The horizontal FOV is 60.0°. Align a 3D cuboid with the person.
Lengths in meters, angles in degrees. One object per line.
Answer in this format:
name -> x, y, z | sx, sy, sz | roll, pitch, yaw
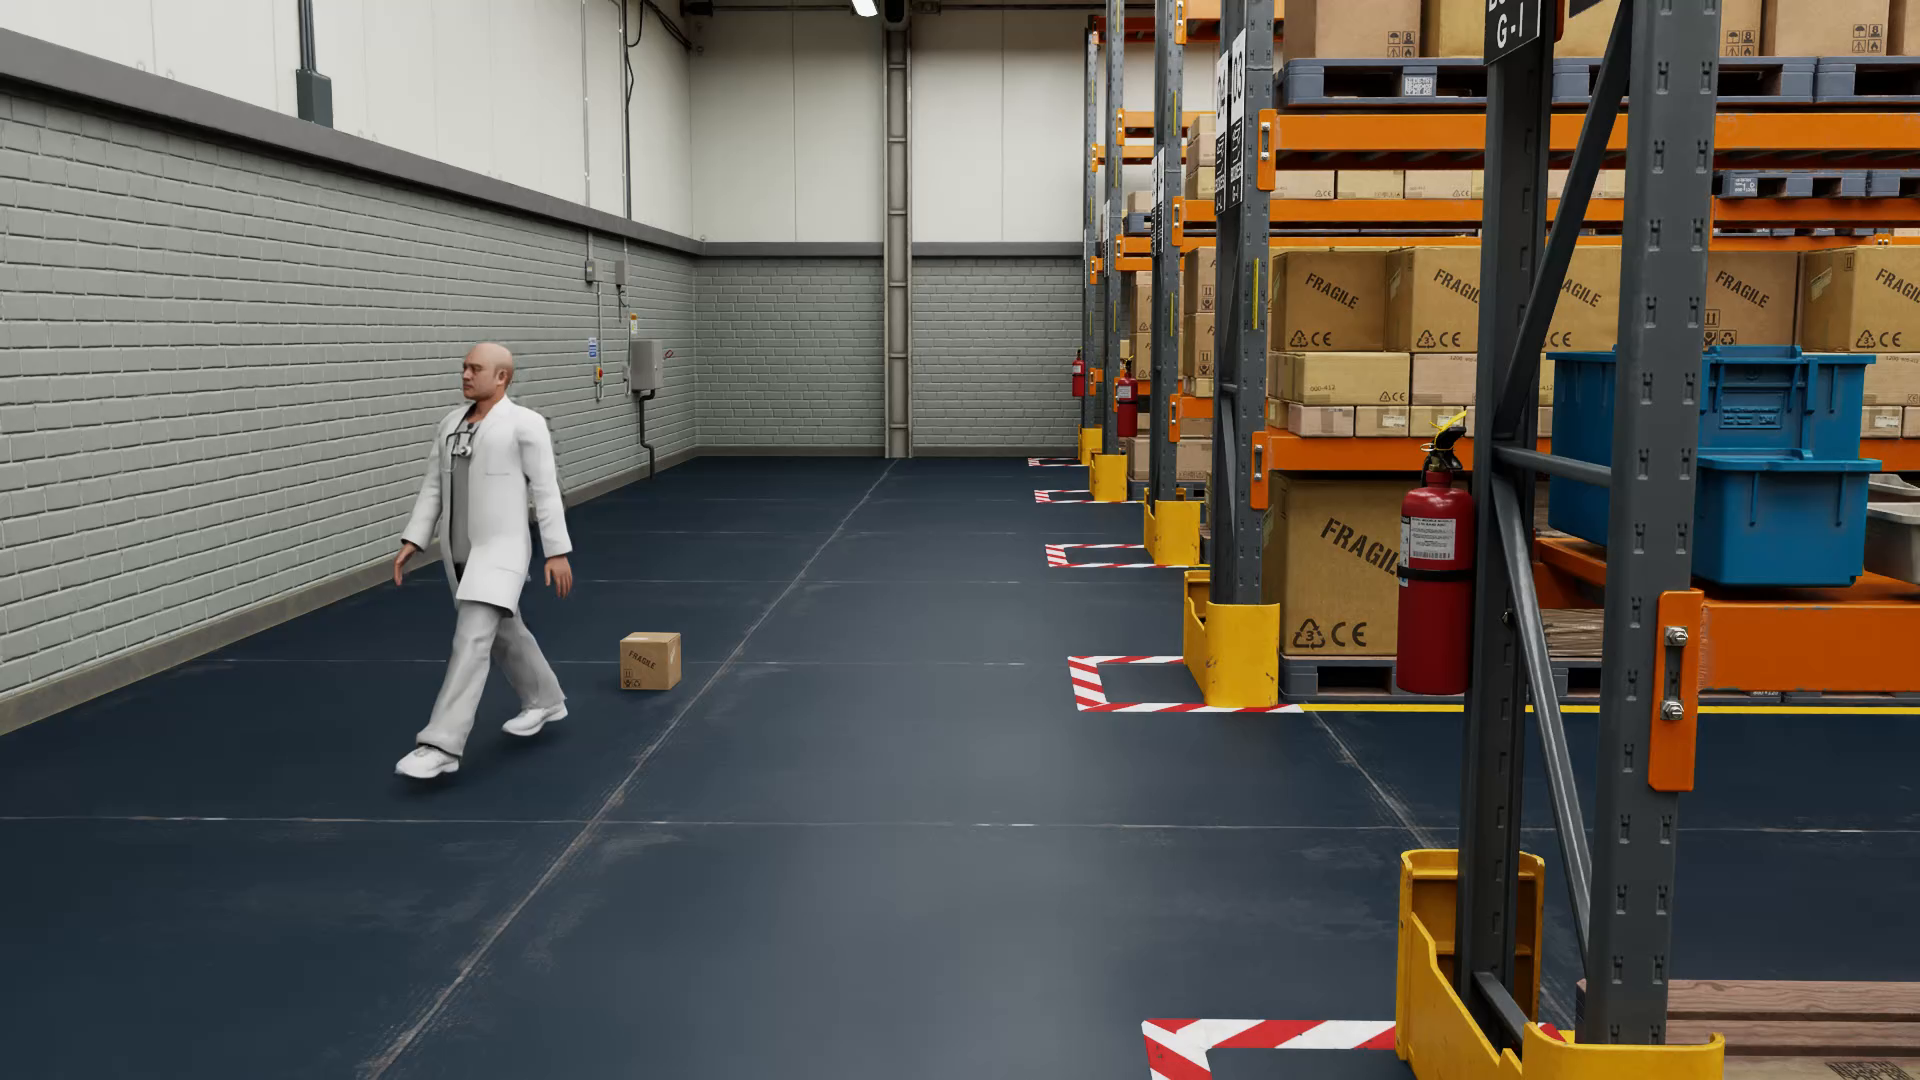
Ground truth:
person -> -2.009, 0.091, 6.876 | 0.620, 1.618, 1.144 | 4, 8, 32
